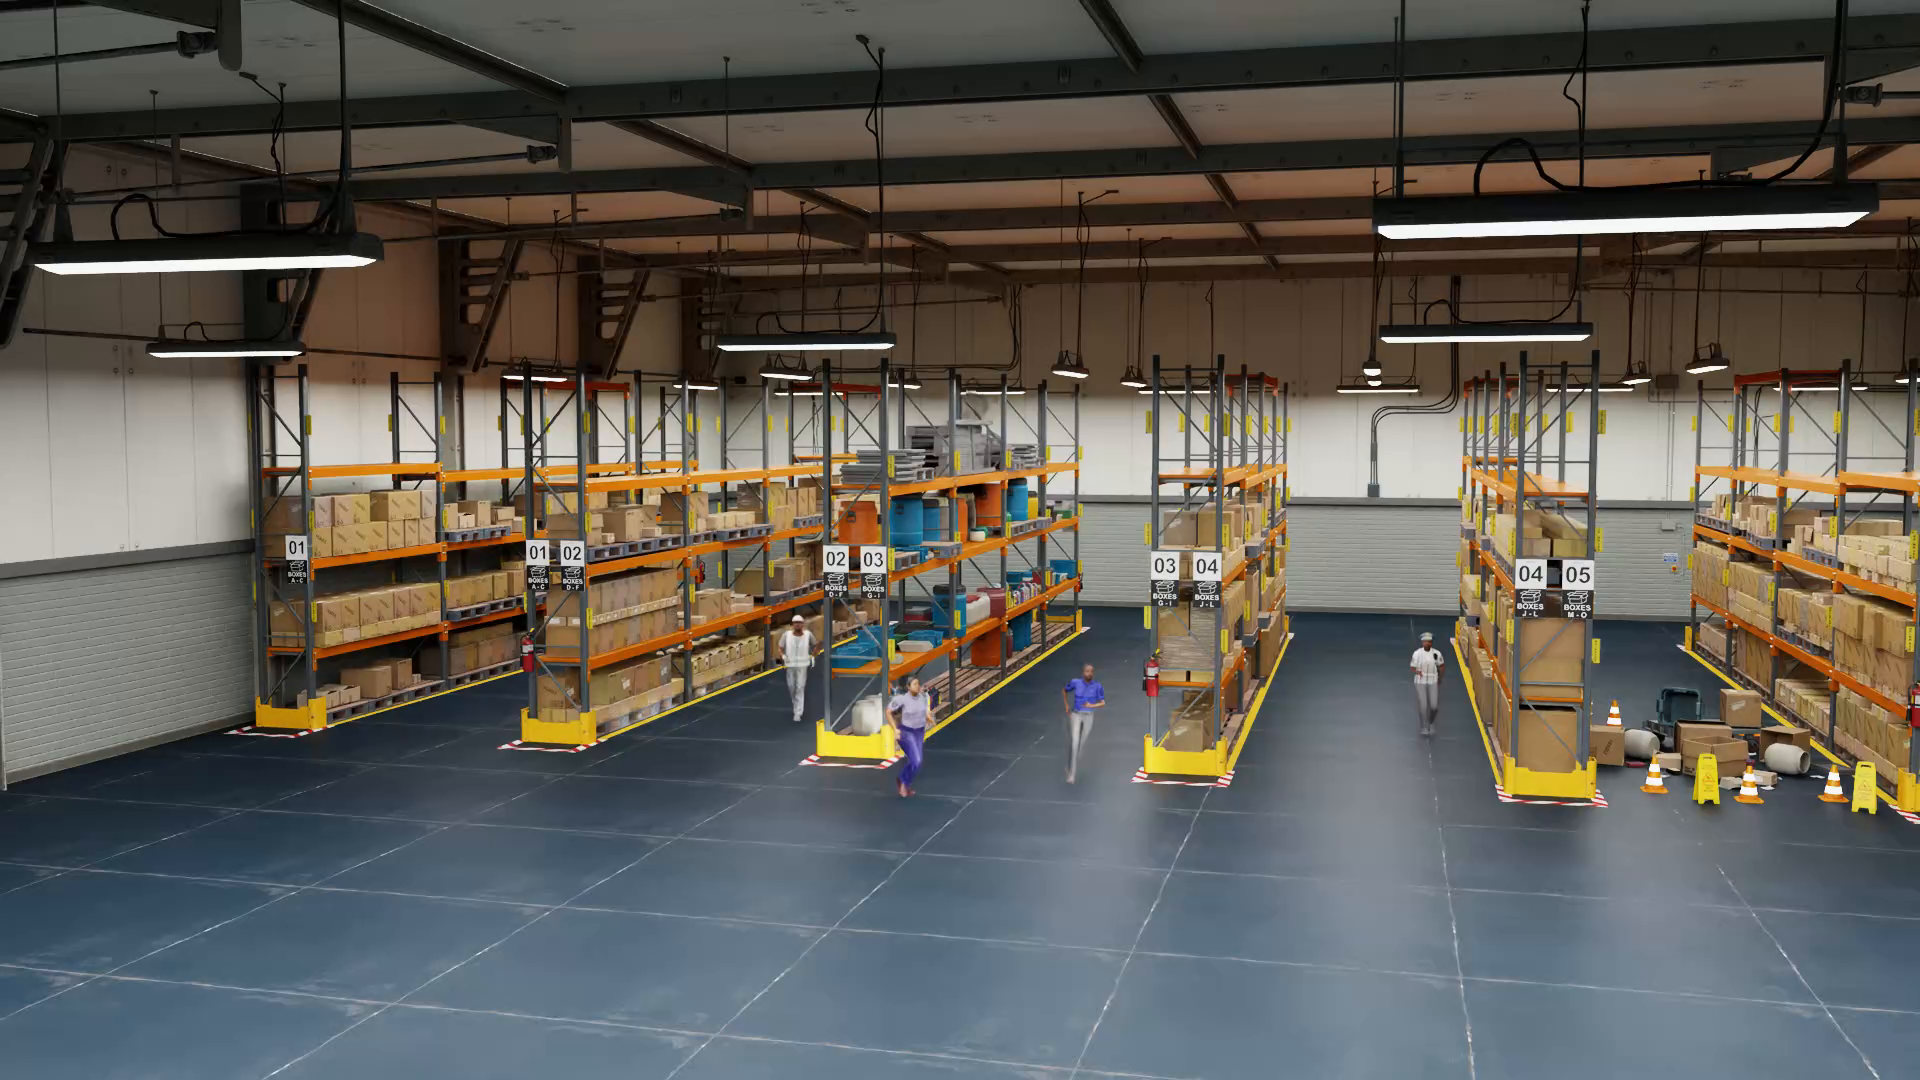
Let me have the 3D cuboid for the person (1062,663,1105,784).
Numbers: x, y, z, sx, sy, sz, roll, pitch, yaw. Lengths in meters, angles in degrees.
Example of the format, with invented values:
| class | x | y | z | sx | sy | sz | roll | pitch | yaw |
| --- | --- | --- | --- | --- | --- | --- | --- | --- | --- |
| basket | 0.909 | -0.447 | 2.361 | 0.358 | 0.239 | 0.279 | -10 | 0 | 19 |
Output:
| class | x | y | z | sx | sy | sz | roll | pitch | yaw |
| --- | --- | --- | --- | --- | --- | --- | --- | --- | --- |
| person | 1.745 | 2.580 | 23.583 | 0.585 | 1.704 | 0.738 | -1 | 4 | -7 |

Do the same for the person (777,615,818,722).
| class | x | y | z | sx | sy | sz | roll | pitch | yaw |
| --- | --- | --- | --- | --- | --- | --- | --- | --- | --- |
| person | -2.776 | 2.163 | 28.393 | 0.682 | 1.777 | 0.885 | 0 | 4 | 1 |

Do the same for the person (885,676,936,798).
| class | x | y | z | sx | sy | sz | roll | pitch | yaw |
| --- | --- | --- | --- | --- | --- | --- | --- | --- | --- |
| person | -0.625 | 2.743 | 22.417 | 0.625 | 1.444 | 0.606 | 4 | 5 | 42 |

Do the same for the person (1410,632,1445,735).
| class | x | y | z | sx | sy | sz | roll | pitch | yaw |
| --- | --- | --- | --- | --- | --- | --- | --- | --- | --- |
| person | 7.526 | 2.324 | 26.739 | 0.563 | 1.651 | 0.572 | 1 | 4 | 11 |
